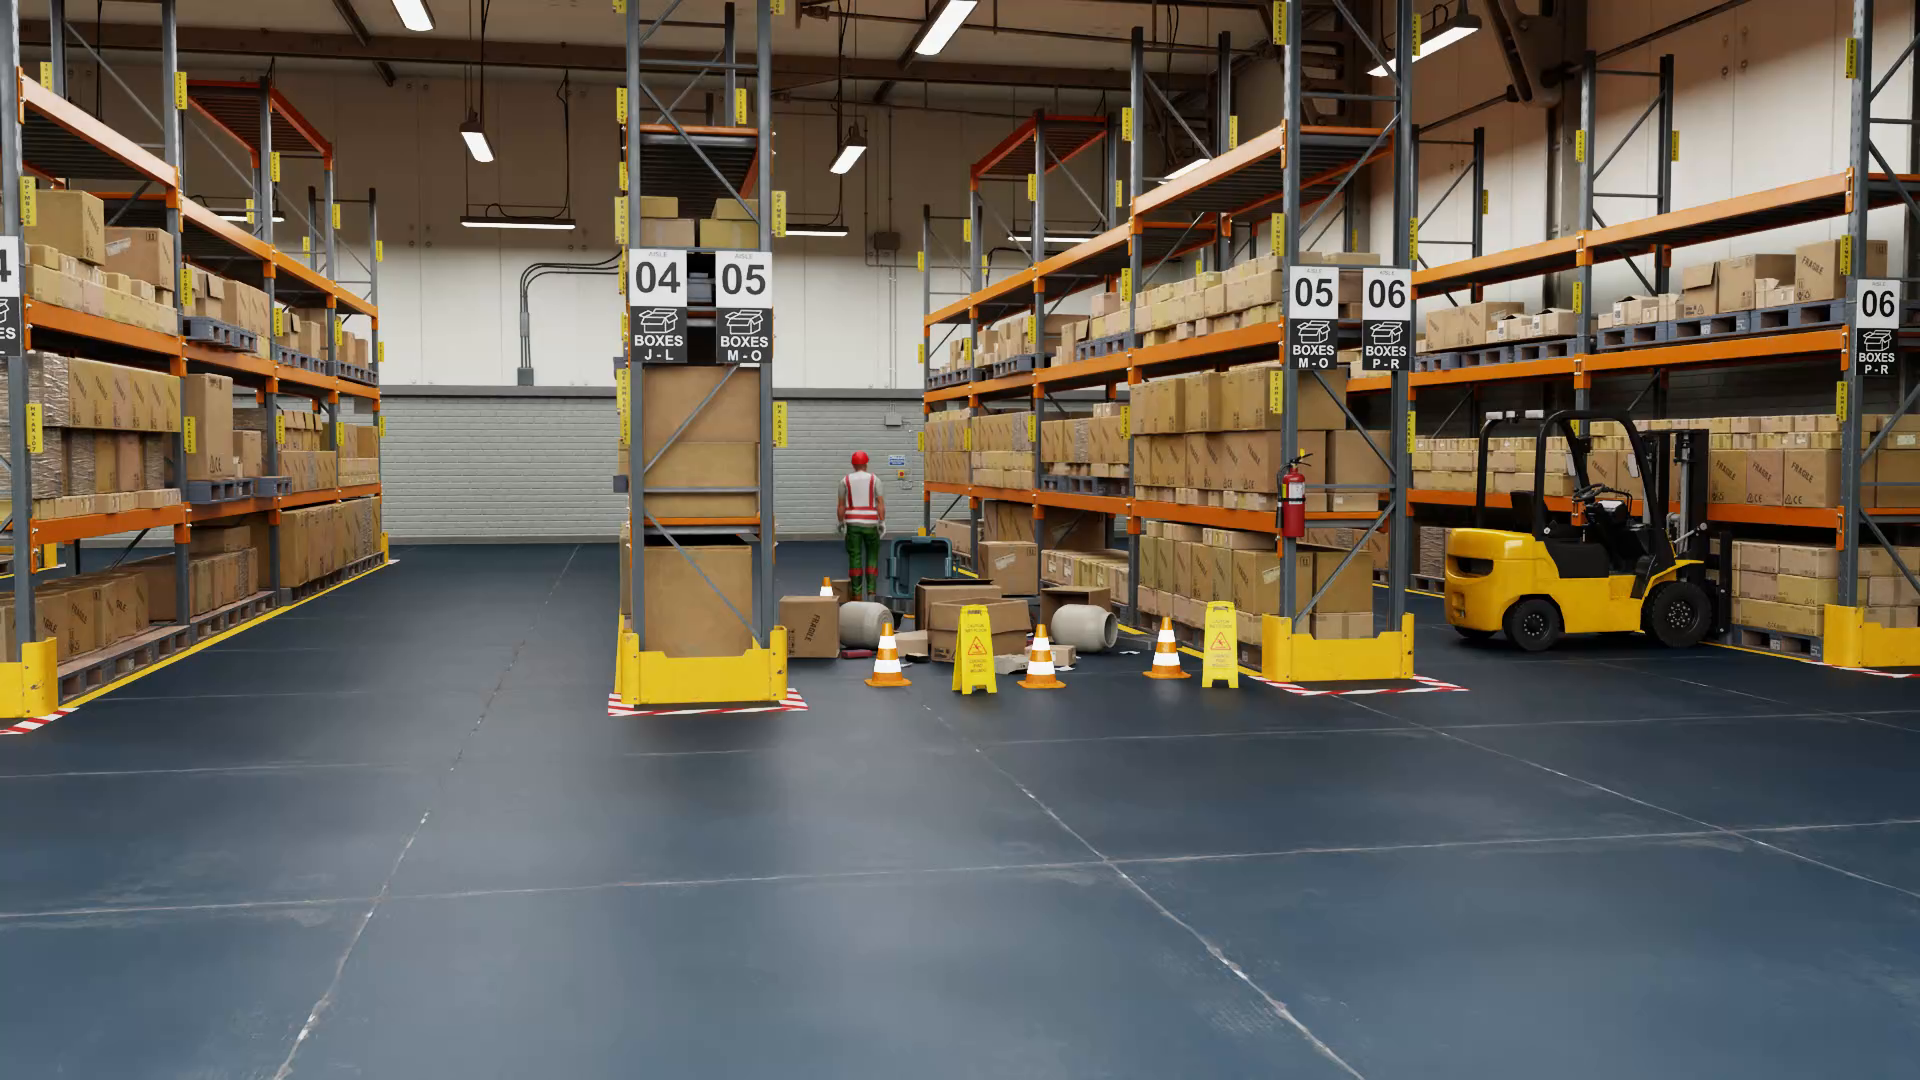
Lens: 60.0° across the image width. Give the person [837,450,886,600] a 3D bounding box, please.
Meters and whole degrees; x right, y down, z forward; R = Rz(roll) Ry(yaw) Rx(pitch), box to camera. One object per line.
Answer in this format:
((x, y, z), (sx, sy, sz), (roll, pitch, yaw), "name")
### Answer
((-1.175, -0.138, 19.741), (0.586, 1.851, 0.630), (0, 3, -3), "person")
